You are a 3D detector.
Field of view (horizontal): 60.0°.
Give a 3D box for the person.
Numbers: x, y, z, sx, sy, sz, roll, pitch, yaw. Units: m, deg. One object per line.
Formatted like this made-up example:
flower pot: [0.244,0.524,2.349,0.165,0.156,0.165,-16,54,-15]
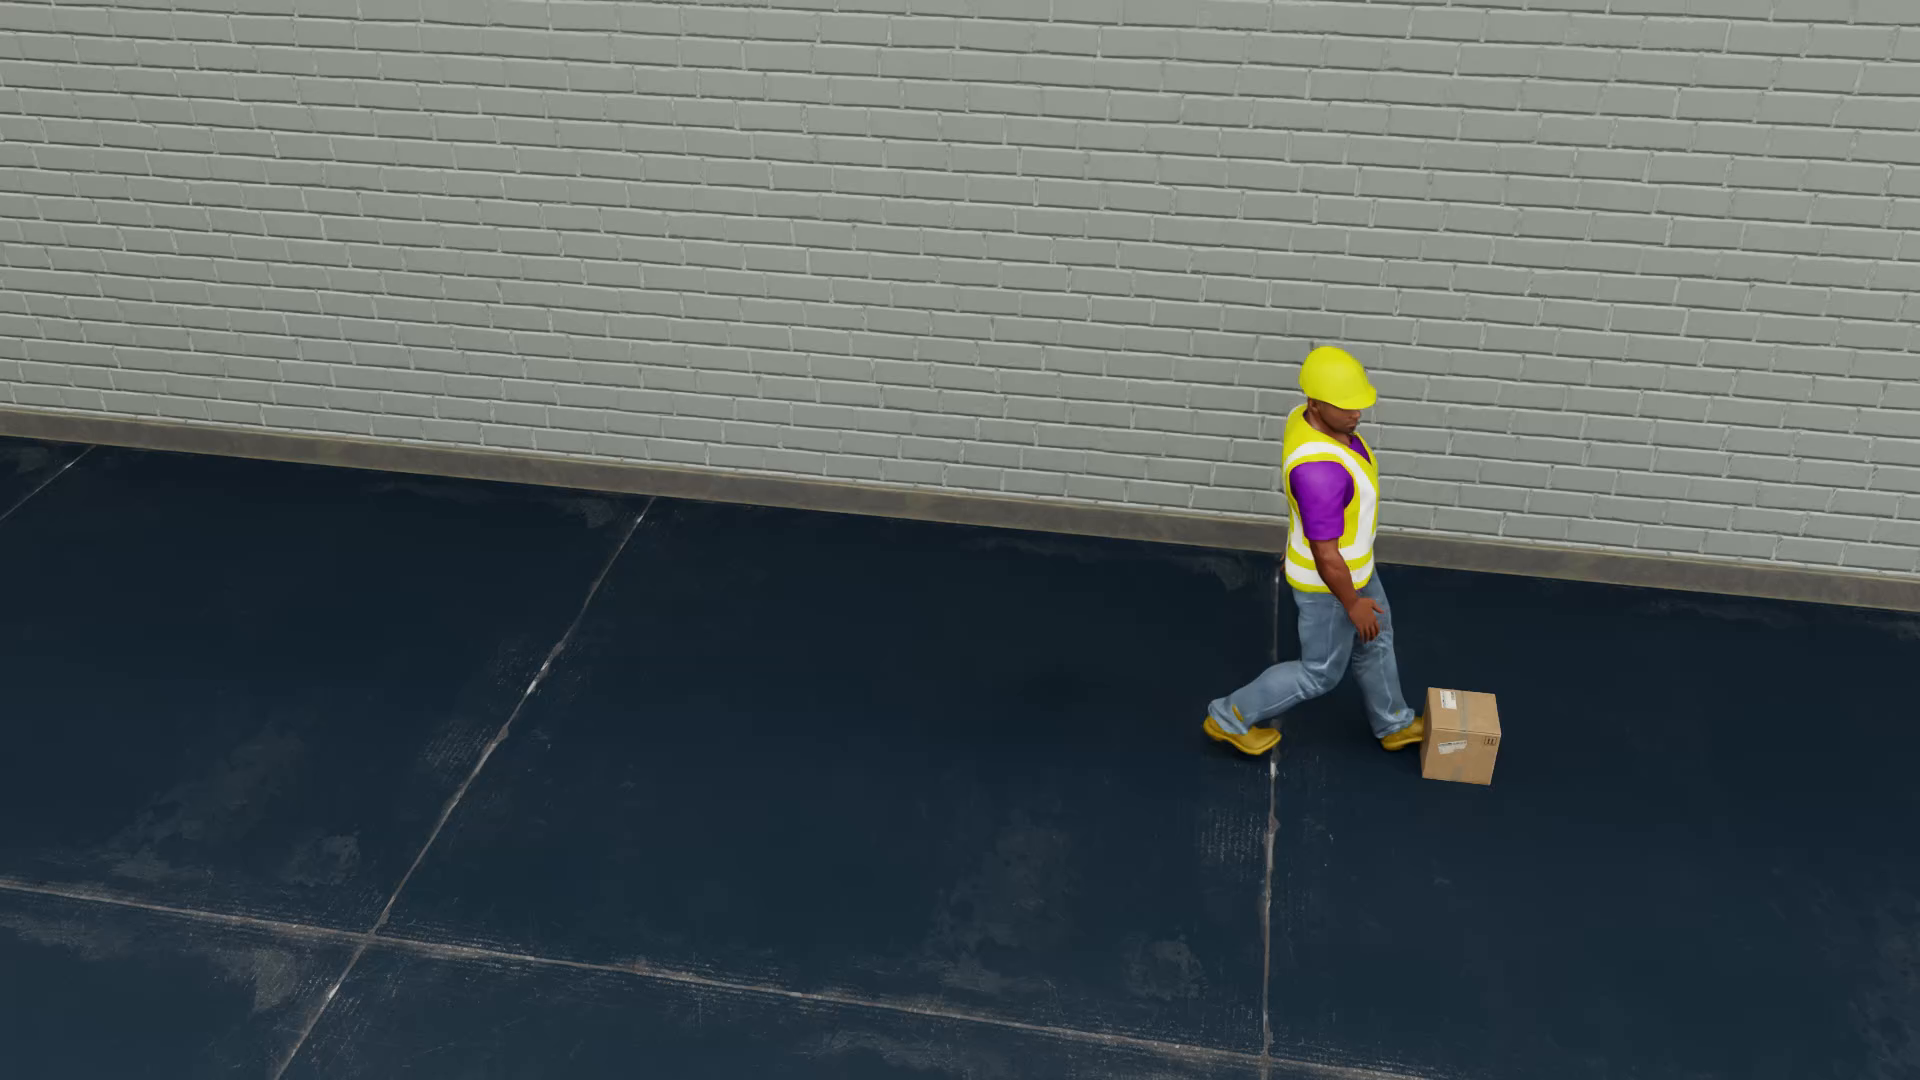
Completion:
person: [1.427,0.102,5.993,0.969,1.716,0.596,7,33,10]
